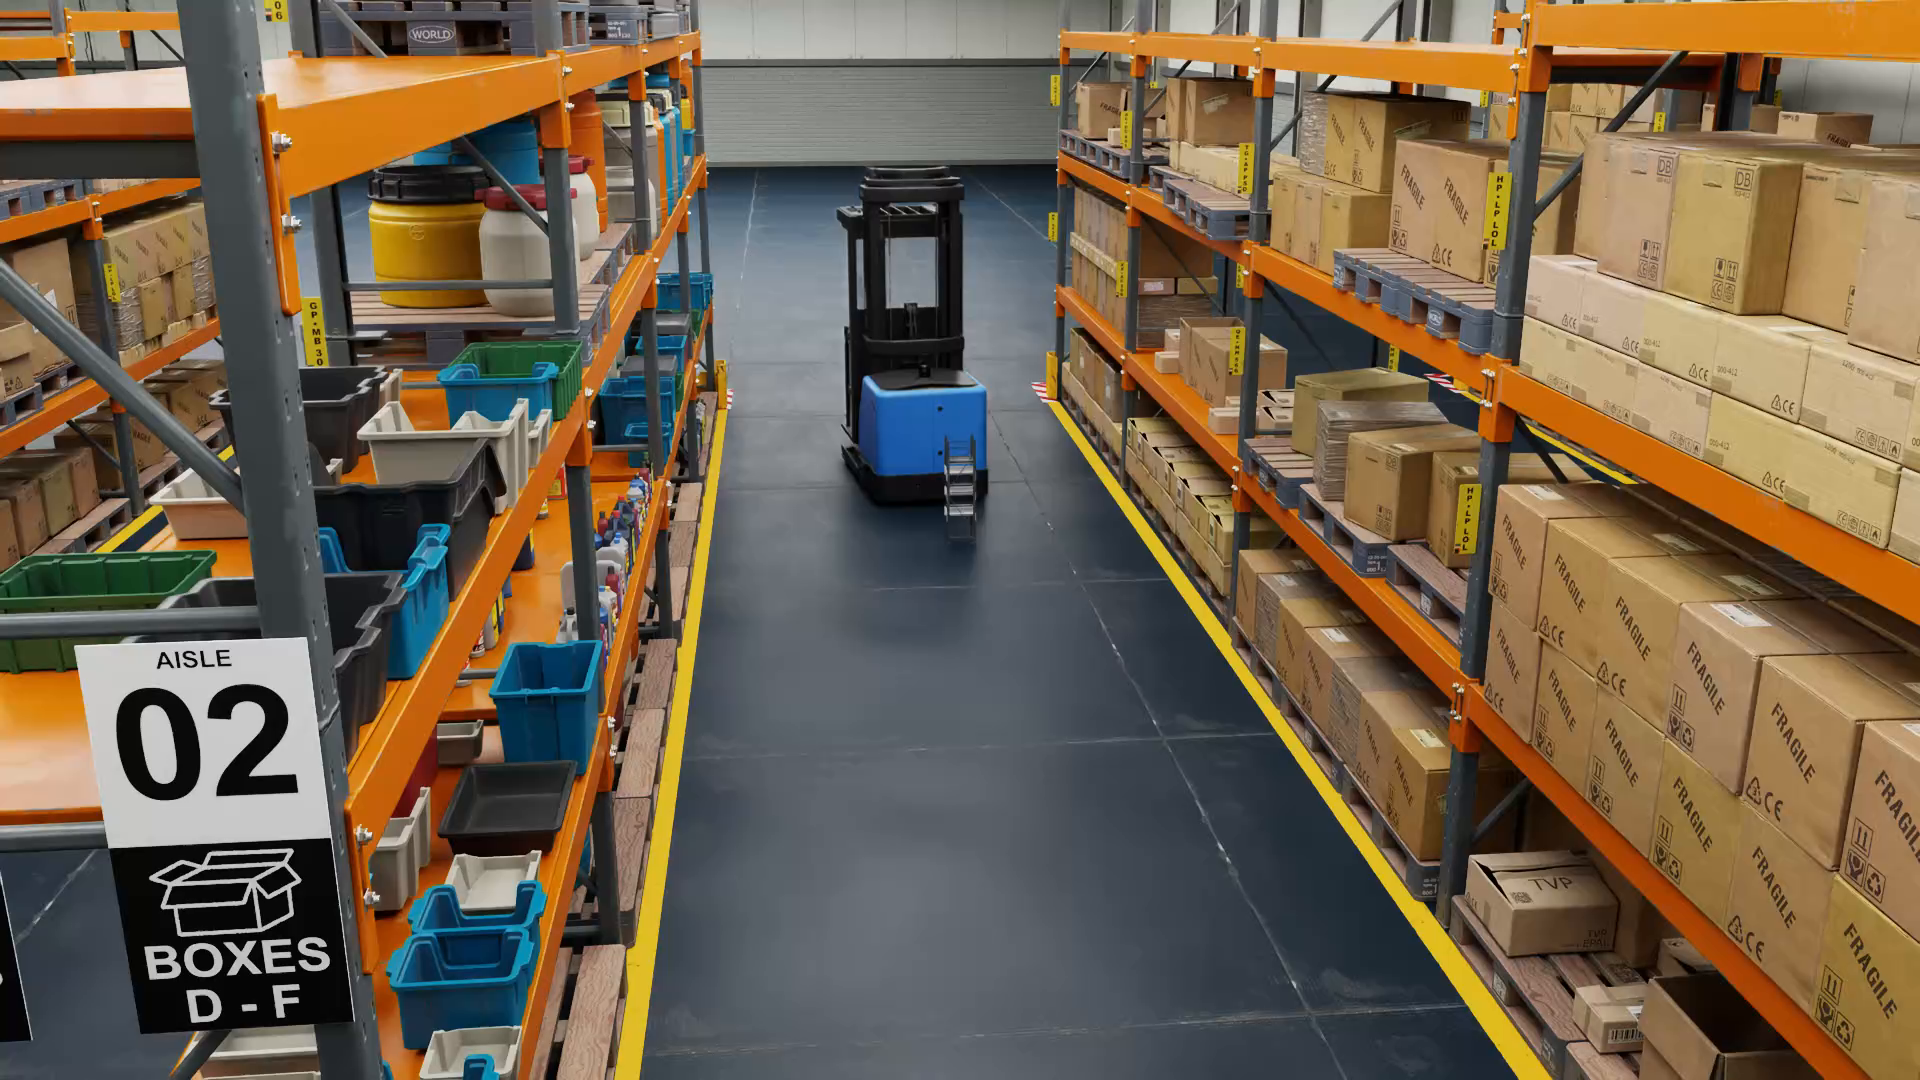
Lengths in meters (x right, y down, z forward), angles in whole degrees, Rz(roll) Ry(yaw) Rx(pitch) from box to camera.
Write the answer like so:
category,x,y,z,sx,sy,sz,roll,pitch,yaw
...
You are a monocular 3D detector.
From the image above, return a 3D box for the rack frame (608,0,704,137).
category,x,y,z,sx,sy,sz,roll,pitch,yaw
rack frame,-3.313,-5.845,17.772,1.000,3.000,0.127,-2,18,-6

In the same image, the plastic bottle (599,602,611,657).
category,x,y,z,sx,sy,sz,roll,pitch,yaw
plastic bottle,-1.742,0.429,8.019,0.097,0.271,0.097,0,17,0

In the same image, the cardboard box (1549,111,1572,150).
category,x,y,z,sx,sy,sz,roll,pitch,yaw
cardboard box,6.481,-4.195,17.324,0.500,0.500,0.500,-1,17,-2

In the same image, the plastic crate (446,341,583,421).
category,x,y,z,sx,sy,sz,roll,pitch,yaw
plastic crate,-1.730,-0.621,6.493,0.450,0.188,0.662,-2,18,-6

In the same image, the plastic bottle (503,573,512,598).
category,x,y,z,sx,sy,sz,roll,pitch,yaw
plastic bottle,-2.442,0.169,8.847,0.097,0.271,0.097,0,17,0

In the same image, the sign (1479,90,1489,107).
category,x,y,z,sx,sy,sz,roll,pitch,yaw
sign,6.002,-5.120,19.012,0.100,0.325,0.005,-2,18,-6

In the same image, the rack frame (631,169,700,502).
category,x,y,z,sx,sy,sz,roll,pitch,yaw
rack frame,-2.900,-1.791,14.875,1.000,3.000,0.127,-2,18,-6

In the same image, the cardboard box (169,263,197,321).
category,x,y,z,sx,sy,sz,roll,pitch,yaw
cardboard box,-7.990,-2.410,16.182,0.875,0.500,0.500,-2,18,-6

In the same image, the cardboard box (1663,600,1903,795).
category,x,y,z,sx,sy,sz,roll,pitch,yaw
cardboard box,2.782,0.525,5.659,0.500,0.500,0.500,-1,17,-4

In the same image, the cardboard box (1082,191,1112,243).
category,x,y,z,sx,sy,sz,roll,pitch,yaw
cardboard box,1.715,-3.490,17.952,0.700,0.500,0.500,-2,18,-7

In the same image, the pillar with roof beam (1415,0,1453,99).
category,x,y,z,sx,sy,sz,roll,pitch,yaw
pillar with roof beam,2.573,-7.624,23.438,9.100,9.000,0.400,-2,18,-6

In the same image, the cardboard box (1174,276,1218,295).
category,x,y,z,sx,sy,sz,roll,pitch,yaw
cardboard box,2.192,-2.386,15.520,0.380,0.149,0.250,-2,18,-6

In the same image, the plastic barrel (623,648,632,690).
category,x,y,z,sx,sy,sz,roll,pitch,yaw
plastic barrel,-2.273,0.698,10.399,0.421,0.512,0.421,0,17,0

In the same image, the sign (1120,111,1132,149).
category,x,y,z,sx,sy,sz,roll,pitch,yaw
sign,1.475,-3.641,14.764,0.100,0.325,0.005,-2,18,-6

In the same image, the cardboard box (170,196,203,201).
category,x,y,z,sx,sy,sz,roll,pitch,yaw
cardboard box,-7.937,-3.340,17.476,0.500,0.500,0.500,-2,18,-6

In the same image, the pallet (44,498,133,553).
category,x,y,z,sx,sy,sz,roll,pitch,yaw
pallet,-7.745,-0.076,14.066,1.003,0.211,1.213,-2,18,-6

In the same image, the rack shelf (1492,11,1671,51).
category,x,y,z,sx,sy,sz,roll,pitch,yaw
rack shelf,6.748,-5.211,16.957,1.077,0.370,4.000,-2,18,-6

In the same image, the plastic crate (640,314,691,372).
category,x,y,z,sx,sy,sz,roll,pitch,yaw
plastic crate,-2.546,-1.687,14.436,0.402,0.464,0.583,-2,18,-6

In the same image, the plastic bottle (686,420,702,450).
category,x,y,z,sx,sy,sz,roll,pitch,yaw
plastic bottle,-2.590,-1.047,16.191,0.144,0.351,0.185,-3,18,-8

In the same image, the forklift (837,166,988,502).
category,x,y,z,sx,sy,sz,roll,pitch,yaw
forklift,-0.568,-2.146,16.120,1.130,2.935,3.031,-4,18,-12

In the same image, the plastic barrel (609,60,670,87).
category,x,y,z,sx,sy,sz,roll,pitch,yaw
plastic barrel,-2.896,-3.962,15.242,0.600,0.901,0.708,-2,18,-6

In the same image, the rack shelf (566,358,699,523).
category,x,y,z,sx,sy,sz,roll,pitch,yaw
rack shelf,-2.694,-0.852,13.084,1.077,0.370,4.000,-2,18,-6

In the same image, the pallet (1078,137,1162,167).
category,x,y,z,sx,sy,sz,roll,pitch,yaw
pallet,1.791,-3.948,16.884,1.003,0.211,1.213,-2,18,-6

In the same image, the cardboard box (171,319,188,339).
category,x,y,z,sx,sy,sz,roll,pitch,yaw
cardboard box,-7.717,-2.038,16.081,0.380,0.149,0.250,-2,18,-6

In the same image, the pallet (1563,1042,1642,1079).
category,x,y,z,sx,sy,sz,roll,pitch,yaw
pallet,3.051,2.340,6.372,1.003,0.211,1.213,-2,18,-6

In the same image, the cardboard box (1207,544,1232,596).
category,x,y,z,sx,sy,sz,roll,pitch,yaw
cardboard box,2.143,0.211,12.387,0.500,0.250,0.500,-1,17,-4

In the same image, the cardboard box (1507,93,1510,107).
category,x,y,z,sx,sy,sz,roll,pitch,yaw
cardboard box,6.341,-4.981,18.158,0.500,0.500,0.500,-2,18,-6

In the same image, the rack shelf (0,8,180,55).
category,x,y,z,sx,sy,sz,roll,pitch,yaw
rack shelf,-8.033,-4.751,15.495,1.077,0.370,4.000,-2,18,-6

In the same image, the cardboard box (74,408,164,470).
category,x,y,z,sx,sy,sz,roll,pitch,yaw
cardboard box,-7.895,-0.937,15.625,0.500,0.500,0.500,4,18,12

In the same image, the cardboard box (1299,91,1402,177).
category,x,y,z,sx,sy,sz,roll,pitch,yaw
cardboard box,2.479,-2.577,10.534,0.500,0.500,0.500,-2,18,-6

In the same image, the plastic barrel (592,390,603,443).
category,x,y,z,sx,sy,sz,roll,pitch,yaw
plastic barrel,-2.806,-0.953,12.017,0.421,0.512,0.421,0,17,0

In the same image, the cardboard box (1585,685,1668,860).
category,x,y,z,sx,sy,sz,roll,pitch,yaw
cardboard box,2.739,0.855,6.280,0.500,0.500,0.500,-2,18,-6

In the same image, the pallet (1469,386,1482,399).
category,x,y,z,sx,sy,sz,roll,pitch,yaw
pallet,6.598,-1.693,19.217,1.003,0.211,1.213,-2,18,-6

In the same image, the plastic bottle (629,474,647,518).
category,x,y,z,sx,sy,sz,roll,pitch,yaw
plastic bottle,-1.984,-0.269,10.241,0.097,0.271,0.097,0,17,0

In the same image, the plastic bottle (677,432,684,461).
category,x,y,z,sx,sy,sz,roll,pitch,yaw
plastic bottle,-2.663,-0.906,15.854,0.061,0.283,0.133,-2,18,-6

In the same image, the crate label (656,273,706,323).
category,x,y,z,sx,sy,sz,roll,pitch,yaw
crate label,-2.854,-2.460,16.945,0.502,0.435,0.616,-2,18,-6

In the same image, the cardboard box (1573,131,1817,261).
category,x,y,z,sx,sy,sz,roll,pitch,yaw
cardboard box,2.941,-1.372,6.695,0.700,0.500,0.500,-2,18,-6

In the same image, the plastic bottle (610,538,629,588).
category,x,y,z,sx,sy,sz,roll,pitch,yaw
plastic bottle,-1.848,0.124,8.990,0.097,0.271,0.097,0,17,0

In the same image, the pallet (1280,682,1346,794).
category,x,y,z,sx,sy,sz,roll,pitch,yaw
pallet,2.602,1.165,10.113,1.003,0.211,1.213,-2,18,-6

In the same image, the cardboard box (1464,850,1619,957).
category,x,y,z,sx,sy,sz,roll,pitch,yaw
cardboard box,2.681,1.645,7.684,0.500,0.311,0.500,-2,18,-6

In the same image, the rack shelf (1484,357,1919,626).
category,x,y,z,sx,sy,sz,roll,pitch,yaw
rack shelf,3.059,-0.052,5.527,1.077,0.370,4.000,-2,18,-6

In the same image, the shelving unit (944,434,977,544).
category,x,y,z,sx,sy,sz,roll,pitch,yaw
shelving unit,0.001,-0.427,14.035,0.258,0.900,0.210,-2,18,-6

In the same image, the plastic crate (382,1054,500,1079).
category,x,y,z,sx,sy,sz,roll,pitch,yaw
plastic crate,-1.428,1.555,4.394,0.416,0.233,0.300,-2,18,-6

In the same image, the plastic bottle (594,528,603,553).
category,x,y,z,sx,sy,sz,roll,pitch,yaw
plastic bottle,-2.011,0.070,9.161,0.097,0.271,0.097,0,17,0

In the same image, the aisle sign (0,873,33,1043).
category,x,y,z,sx,sy,sz,roll,pitch,yaw
aisle sign,-1.946,0.574,3.000,0.394,0.787,0.004,-2,18,-6

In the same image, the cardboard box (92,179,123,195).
category,x,y,z,sx,sy,sz,roll,pitch,yaw
cardboard box,-7.618,-3.140,14.413,0.500,0.250,0.500,-2,18,-8

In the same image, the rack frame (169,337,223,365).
category,x,y,z,sx,sy,sz,roll,pitch,yaw
rack frame,-8.239,-2.830,18.183,1.000,3.000,0.127,-2,18,-6

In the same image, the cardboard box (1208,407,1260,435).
category,x,y,z,sx,sy,sz,roll,pitch,yaw
cardboard box,2.072,-0.891,12.426,0.380,0.149,0.250,-2,18,-6

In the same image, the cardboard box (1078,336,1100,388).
category,x,y,z,sx,sy,sz,roll,pitch,yaw
cardboard box,1.567,-1.917,17.913,0.500,0.500,0.500,-2,18,-6

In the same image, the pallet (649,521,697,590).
category,x,y,z,sx,sy,sz,roll,pitch,yaw
pallet,-2.651,0.136,13.390,1.003,0.211,1.213,-2,18,-6

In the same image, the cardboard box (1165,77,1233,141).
category,x,y,z,sx,sy,sz,roll,pitch,yaw
cardboard box,2.052,-3.676,14.167,0.500,0.500,0.500,-2,17,-5

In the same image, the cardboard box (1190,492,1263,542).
category,x,y,z,sx,sy,sz,roll,pitch,yaw
cardboard box,2.081,-0.210,12.793,0.500,0.311,0.500,-2,18,-6

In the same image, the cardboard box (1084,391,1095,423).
category,x,y,z,sx,sy,sz,roll,pitch,yaw
cardboard box,1.602,-1.410,17.549,0.500,0.250,0.500,-2,18,-6

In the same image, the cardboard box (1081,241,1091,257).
category,x,y,z,sx,sy,sz,roll,pitch,yaw
cardboard box,1.519,-3.140,17.922,0.380,0.149,0.250,-2,18,-6

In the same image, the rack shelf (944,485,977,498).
category,x,y,z,sx,sy,sz,roll,pitch,yaw
rack shelf,0.001,-0.395,14.045,0.258,0.077,0.200,-2,18,-6

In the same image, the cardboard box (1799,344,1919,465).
category,x,y,z,sx,sy,sz,roll,pitch,yaw
cardboard box,2.859,-0.409,4.881,0.500,0.250,0.500,-2,18,-6

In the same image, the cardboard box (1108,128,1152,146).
category,x,y,z,sx,sy,sz,roll,pitch,yaw
cardboard box,1.631,-3.872,15.981,0.380,0.149,0.250,-2,18,-6
